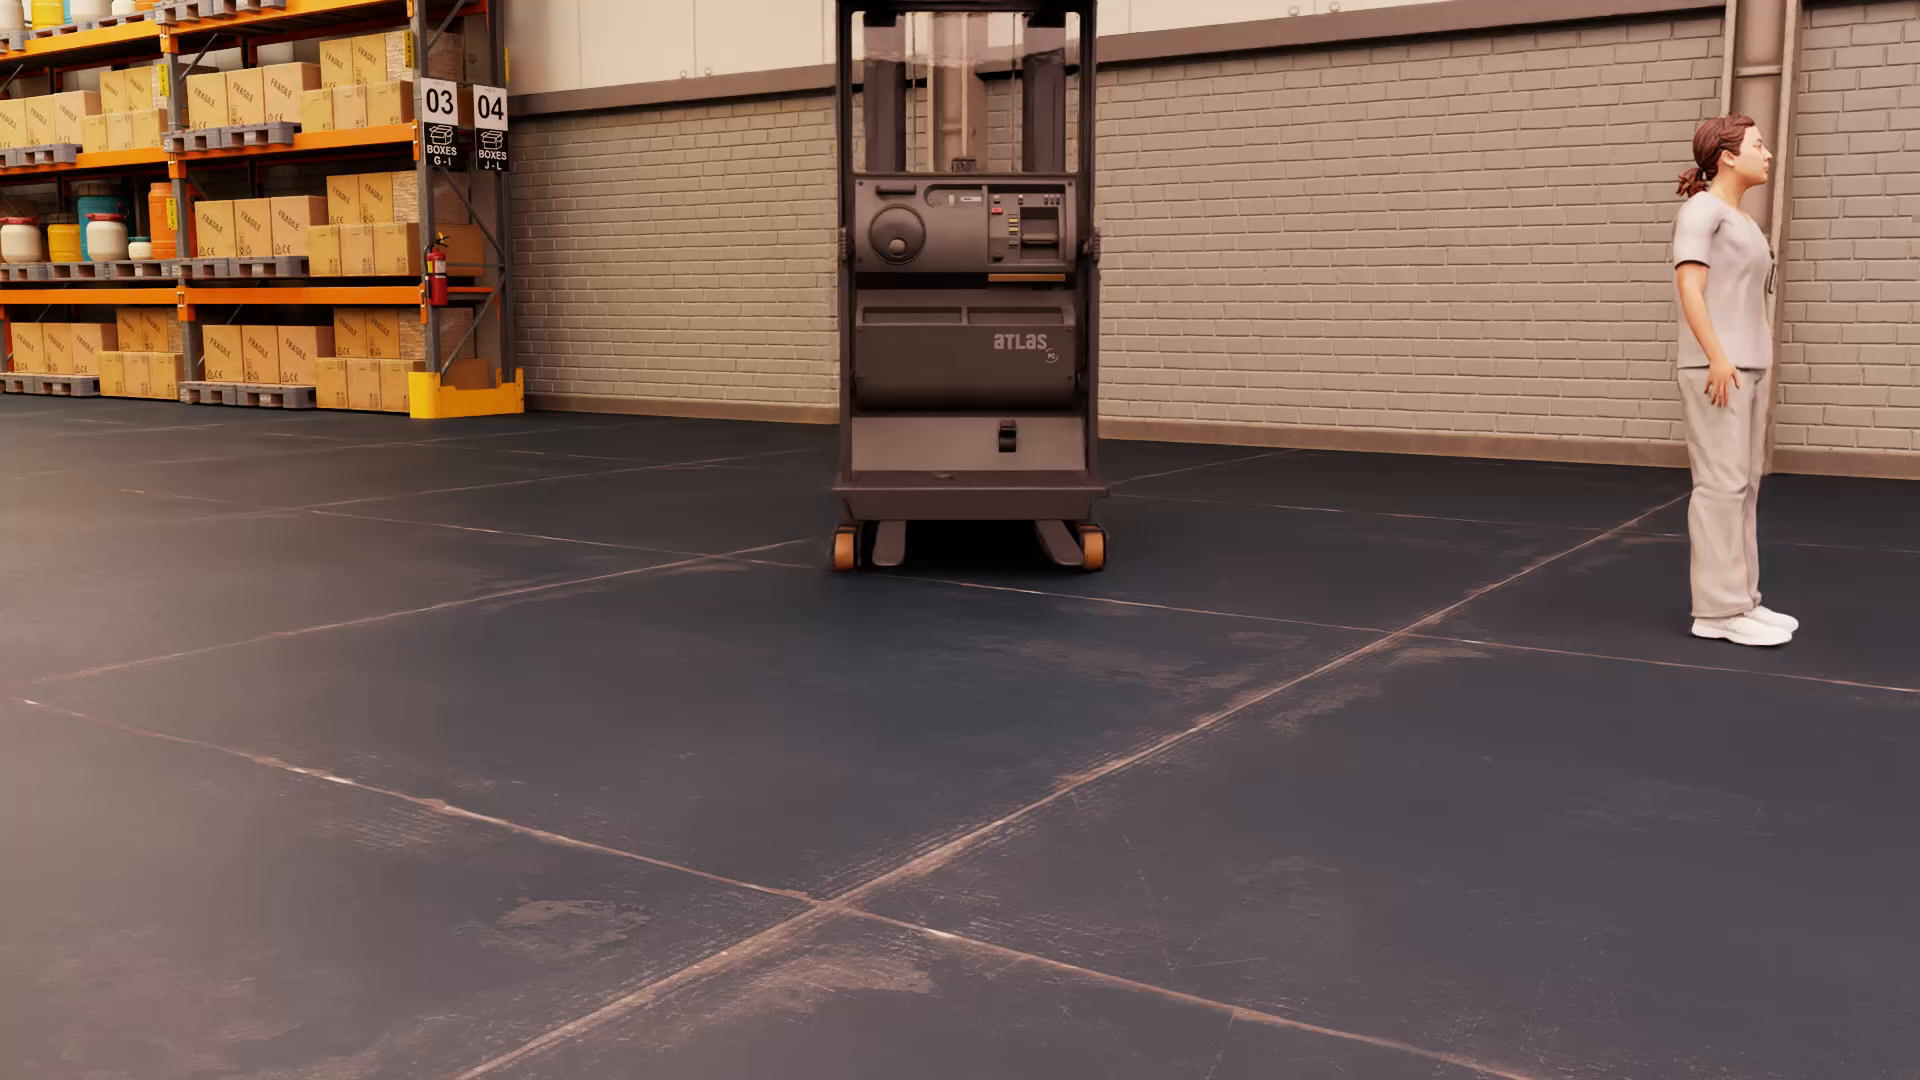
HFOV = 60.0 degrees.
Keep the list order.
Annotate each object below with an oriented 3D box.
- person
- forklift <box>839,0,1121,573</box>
[{"bbox_3d":[2.544,-0.533,5.400,0.518,1.683,0.527,7,11,41],"label":"person"},{"bbox_3d":[0.058,-1.364,6.786,1.130,2.935,3.031,-1,8,-4],"label":"forklift"}]
